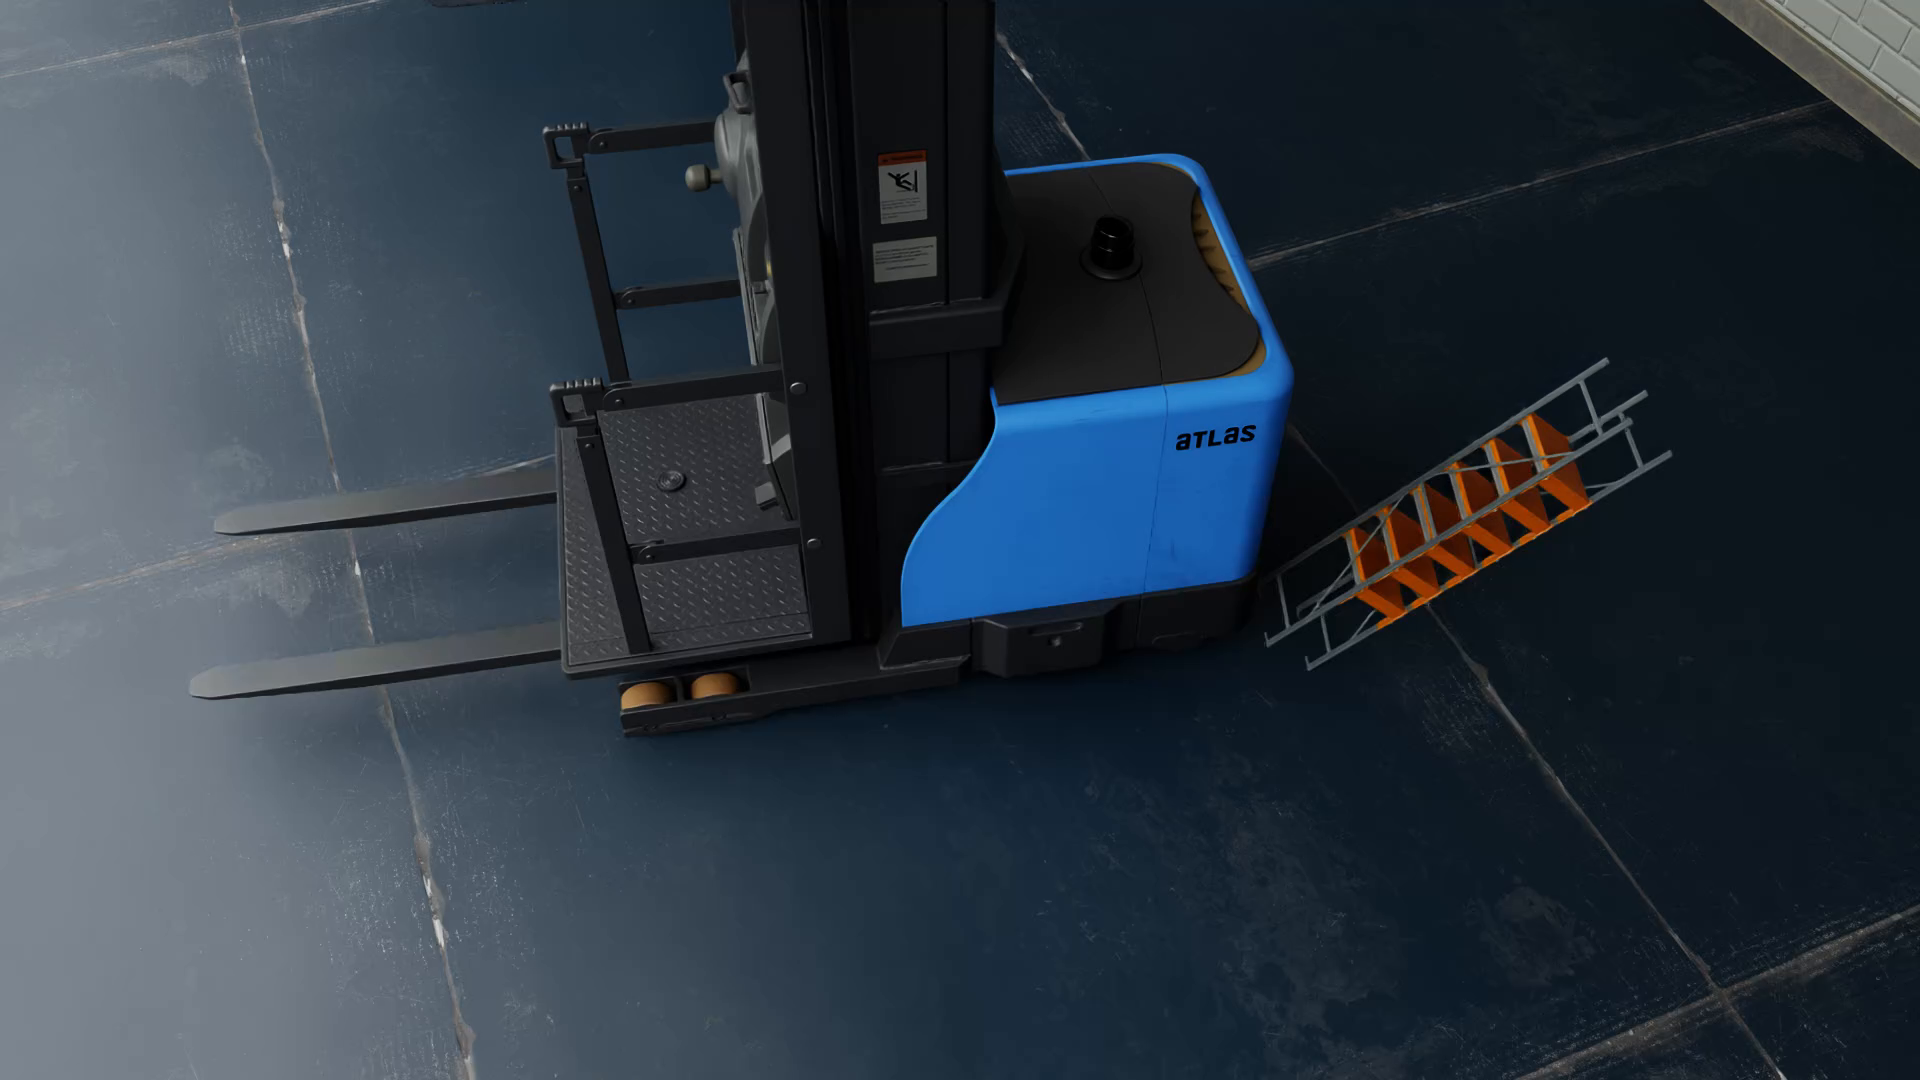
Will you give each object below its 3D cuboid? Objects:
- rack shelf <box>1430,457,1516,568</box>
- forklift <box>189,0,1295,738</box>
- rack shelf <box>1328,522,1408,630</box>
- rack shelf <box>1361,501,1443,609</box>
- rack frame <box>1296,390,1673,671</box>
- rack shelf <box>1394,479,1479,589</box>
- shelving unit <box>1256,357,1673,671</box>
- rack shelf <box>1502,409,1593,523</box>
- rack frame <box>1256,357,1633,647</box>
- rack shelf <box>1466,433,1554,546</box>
[{"bbox_3d":[1.400,-0.080,4.562,0.180,0.103,0.258,29,41,-30],"label":"rack shelf"},{"bbox_3d":[-0.696,-0.830,4.031,3.031,2.935,1.130,-8,50,-7],"label":"forklift"},{"bbox_3d":[1.164,0.100,4.766,0.180,0.103,0.258,29,41,-30],"label":"rack shelf"},{"bbox_3d":[1.243,0.040,4.698,0.180,0.103,0.258,29,41,-30],"label":"rack shelf"},{"bbox_3d":[1.420,-0.004,4.651,0.006,1.200,0.240,29,41,-30],"label":"rack frame"},{"bbox_3d":[1.321,-0.020,4.630,0.180,0.103,0.258,29,41,-30],"label":"rack shelf"},{"bbox_3d":[1.350,-0.043,4.605,0.189,1.200,0.258,29,41,-30],"label":"shelving unit"},{"bbox_3d":[1.557,-0.201,4.426,0.180,0.103,0.258,29,41,-30],"label":"rack shelf"},{"bbox_3d":[1.281,-0.081,4.558,0.006,1.200,0.240,29,41,-30],"label":"rack frame"},{"bbox_3d":[1.478,-0.141,4.494,0.180,0.103,0.258,29,41,-30],"label":"rack shelf"}]
